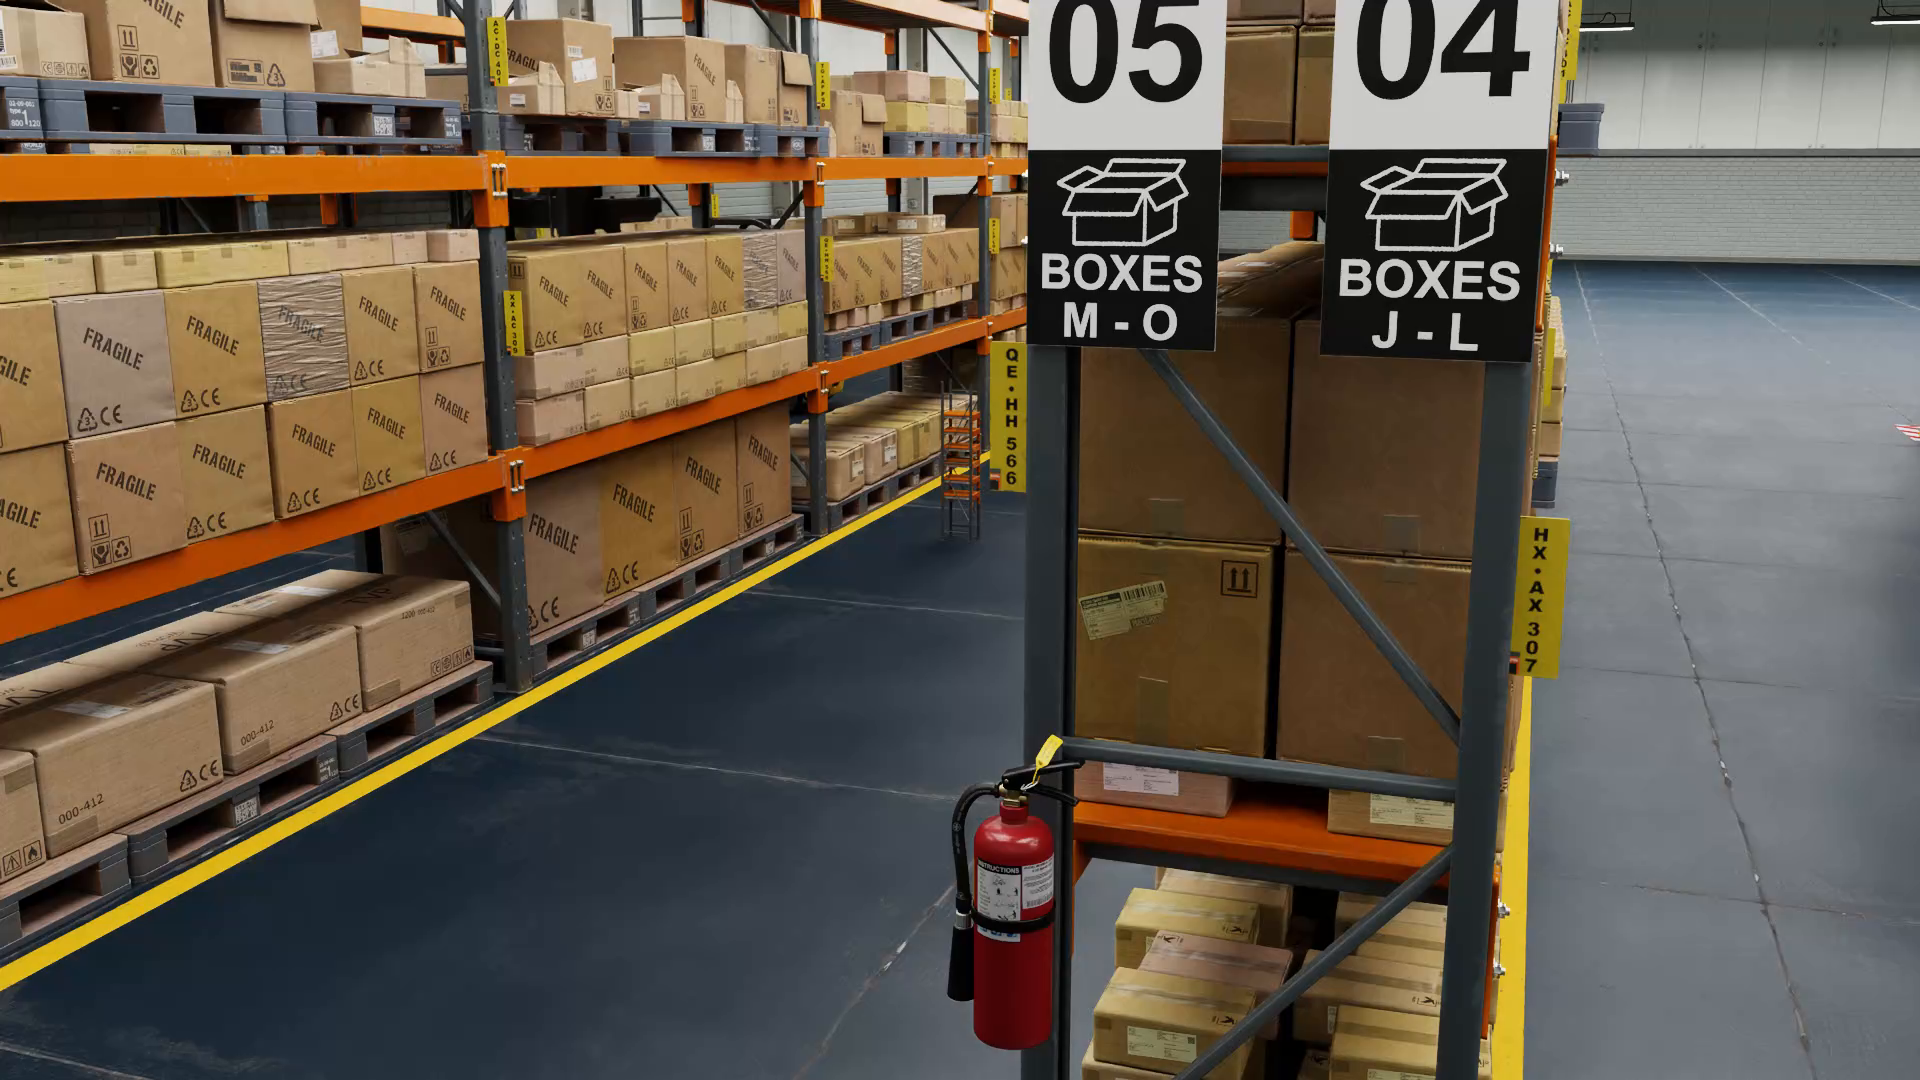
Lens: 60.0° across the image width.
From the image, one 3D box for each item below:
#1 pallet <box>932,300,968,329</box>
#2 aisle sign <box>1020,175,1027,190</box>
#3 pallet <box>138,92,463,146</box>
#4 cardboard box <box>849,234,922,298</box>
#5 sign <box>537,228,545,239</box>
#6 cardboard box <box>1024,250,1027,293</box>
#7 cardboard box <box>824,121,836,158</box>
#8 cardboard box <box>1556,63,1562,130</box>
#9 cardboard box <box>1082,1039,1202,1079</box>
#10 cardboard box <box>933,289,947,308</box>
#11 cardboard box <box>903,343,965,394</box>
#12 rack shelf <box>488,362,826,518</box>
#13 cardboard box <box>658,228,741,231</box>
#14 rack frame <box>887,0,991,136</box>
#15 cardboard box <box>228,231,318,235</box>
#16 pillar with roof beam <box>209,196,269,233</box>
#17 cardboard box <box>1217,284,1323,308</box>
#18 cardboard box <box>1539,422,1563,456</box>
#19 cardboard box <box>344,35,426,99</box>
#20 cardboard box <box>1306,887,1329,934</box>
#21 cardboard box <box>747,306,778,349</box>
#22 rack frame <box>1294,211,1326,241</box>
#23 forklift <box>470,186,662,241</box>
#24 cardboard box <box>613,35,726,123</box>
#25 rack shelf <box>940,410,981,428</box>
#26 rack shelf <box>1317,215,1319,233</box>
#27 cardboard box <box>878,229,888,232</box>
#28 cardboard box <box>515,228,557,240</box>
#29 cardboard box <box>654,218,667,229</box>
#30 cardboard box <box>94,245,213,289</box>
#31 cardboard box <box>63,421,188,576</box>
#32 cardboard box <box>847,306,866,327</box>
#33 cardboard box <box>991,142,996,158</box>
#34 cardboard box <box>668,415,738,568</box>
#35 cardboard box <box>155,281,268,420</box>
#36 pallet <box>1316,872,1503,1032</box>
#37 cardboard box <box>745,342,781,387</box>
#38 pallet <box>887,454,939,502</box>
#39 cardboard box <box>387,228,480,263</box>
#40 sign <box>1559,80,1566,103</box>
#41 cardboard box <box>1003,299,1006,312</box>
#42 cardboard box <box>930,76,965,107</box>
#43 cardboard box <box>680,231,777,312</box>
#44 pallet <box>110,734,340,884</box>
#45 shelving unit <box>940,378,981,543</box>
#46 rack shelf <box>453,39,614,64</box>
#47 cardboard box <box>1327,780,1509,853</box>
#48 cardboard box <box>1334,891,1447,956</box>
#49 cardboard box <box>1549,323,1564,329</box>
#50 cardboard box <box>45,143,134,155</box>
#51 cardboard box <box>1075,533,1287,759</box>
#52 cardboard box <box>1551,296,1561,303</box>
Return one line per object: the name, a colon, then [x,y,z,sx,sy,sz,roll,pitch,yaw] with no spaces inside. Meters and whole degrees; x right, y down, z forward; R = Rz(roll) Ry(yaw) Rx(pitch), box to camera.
pallet: [-0.587,-2.120,15.466,1.003,0.211,1.213,4,14,18]
aisle sign: [0.819,-4.509,19.659,0.394,0.787,0.004,4,14,18]
pallet: [-3.065,-1.927,7.649,1.003,0.211,1.213,4,14,18]
cardboard box: [-0.635,-2.326,14.099,0.500,0.500,0.500,4,13,16]
sign: [-4.384,-3.209,17.384,0.100,0.325,0.005,4,14,18]
cardboard box: [0.519,-2.842,17.307,0.500,0.500,0.500,4,14,18]
cardboard box: [-1.151,-3.026,12.567,0.396,0.266,0.258,4,14,18]
cardboard box: [1.193,-1.078,4.067,0.500,0.250,0.500,5,14,20]
cardboard box: [0.532,1.406,4.380,0.380,0.149,0.250,4,13,17]
cardboard box: [-0.338,-2.153,14.800,0.380,0.149,0.250,4,14,19]
cardboard box: [-0.265,-1.738,16.910,0.500,0.500,0.500,4,14,18]
rack shelf: [-2.144,-0.750,10.649,1.077,0.370,4.000,4,14,18]
cardboard box: [-1.887,-1.972,11.914,0.500,0.500,0.500,4,13,17]
rack frame: [-0.202,-5.289,15.436,1.000,3.000,0.127,4,14,18]
cardboard box: [-3.249,-1.372,7.829,0.380,0.149,0.250,4,14,18]
pillar with roof beam: [-2.552,-4.832,13.438,9.100,9.000,0.400,4,14,18]
cardboard box: [0.708,-0.404,4.378,0.500,0.500,0.500,4,13,16]
cardboard box: [2.488,-0.476,7.455,0.380,0.149,0.250,4,13,16]
cardboard box: [-2.694,-2.172,7.657,0.396,0.266,0.258,5,14,20]
cardboard box: [1.110,1.231,5.816,0.380,0.149,0.250,5,14,20]
cardboard box: [-1.575,-1.464,11.374,0.500,0.250,0.500,4,13,17]
rack frame: [1.926,-0.344,7.256,1.000,3.000,0.127,4,14,18]
forklift: [-2.984,-1.617,12.986,1.130,2.935,3.031,5,14,19]
cardboard box: [-1.792,-2.846,10.305,0.500,0.500,0.500,4,14,19]
rack shelf: [0.005,-0.896,12.298,0.258,0.103,0.180,4,14,18]
rack shelf: [2.573,-1.877,8.847,1.077,0.370,4.000,4,14,18]
cardboard box: [-0.787,-2.579,15.209,0.500,0.500,0.500,4,14,19]
cardboard box: [-4.516,-3.276,17.750,0.380,0.149,0.250,5,14,20]
cardboard box: [-3.783,-3.824,20.149,0.380,0.149,0.250,4,14,19]
cardboard box: [-3.166,-1.068,6.497,0.380,0.149,0.250,4,13,17]
cardboard box: [-3.339,-0.181,6.314,0.500,0.500,0.500,4,14,18]
cardboard box: [-0.960,-1.770,13.124,0.380,0.149,0.250,3,13,15]
cardboard box: [0.134,-3.752,16.010,0.380,0.149,0.250,4,13,18]
cardboard box: [-2.091,-0.364,11.171,0.875,0.875,0.875,5,14,19]
cardboard box: [-3.180,-0.777,6.681,0.500,0.500,0.500,4,14,19]
pallet: [1.349,1.417,5.806,1.003,0.211,1.213,4,14,18]
cardboard box: [-1.565,-1.215,11.406,0.500,0.250,0.500,5,14,19]
pallet: [-0.846,-0.583,14.566,1.003,0.211,1.213,4,14,18]
cardboard box: [-2.589,-1.444,8.145,0.380,0.149,0.250,4,13,17]
sign: [3.733,-2.862,10.381,0.100,0.325,0.005,4,14,18]
cardboard box: [0.236,-2.342,16.571,0.380,0.149,0.250,5,14,20]
cardboard box: [-0.269,-4.070,15.109,0.500,0.250,0.500,5,14,20]
cardboard box: [-1.574,-1.822,11.256,0.500,0.500,0.500,5,14,19]
pallet: [-3.504,1.092,7.228,1.003,0.211,1.213,4,14,18]
shelving unit: [0.005,-0.588,12.368,0.258,1.200,0.189,4,14,18]
rack shelf: [-4.253,-5.521,18.968,1.077,0.370,4.000,4,14,18]
cardboard box: [1.047,0.576,3.789,0.380,0.149,0.250,4,14,18]
cardboard box: [1.303,1.138,4.885,0.380,0.149,0.250,4,13,16]
cardboard box: [2.906,-1.039,8.582,0.380,0.149,0.250,5,14,20]
cardboard box: [-6.454,-2.931,12.183,0.500,0.250,0.500,4,14,18]
cardboard box: [0.533,0.191,4.017,0.500,0.500,0.500,5,14,20]
cardboard box: [3.495,-1.423,10.264,0.380,0.149,0.250,4,13,16]
